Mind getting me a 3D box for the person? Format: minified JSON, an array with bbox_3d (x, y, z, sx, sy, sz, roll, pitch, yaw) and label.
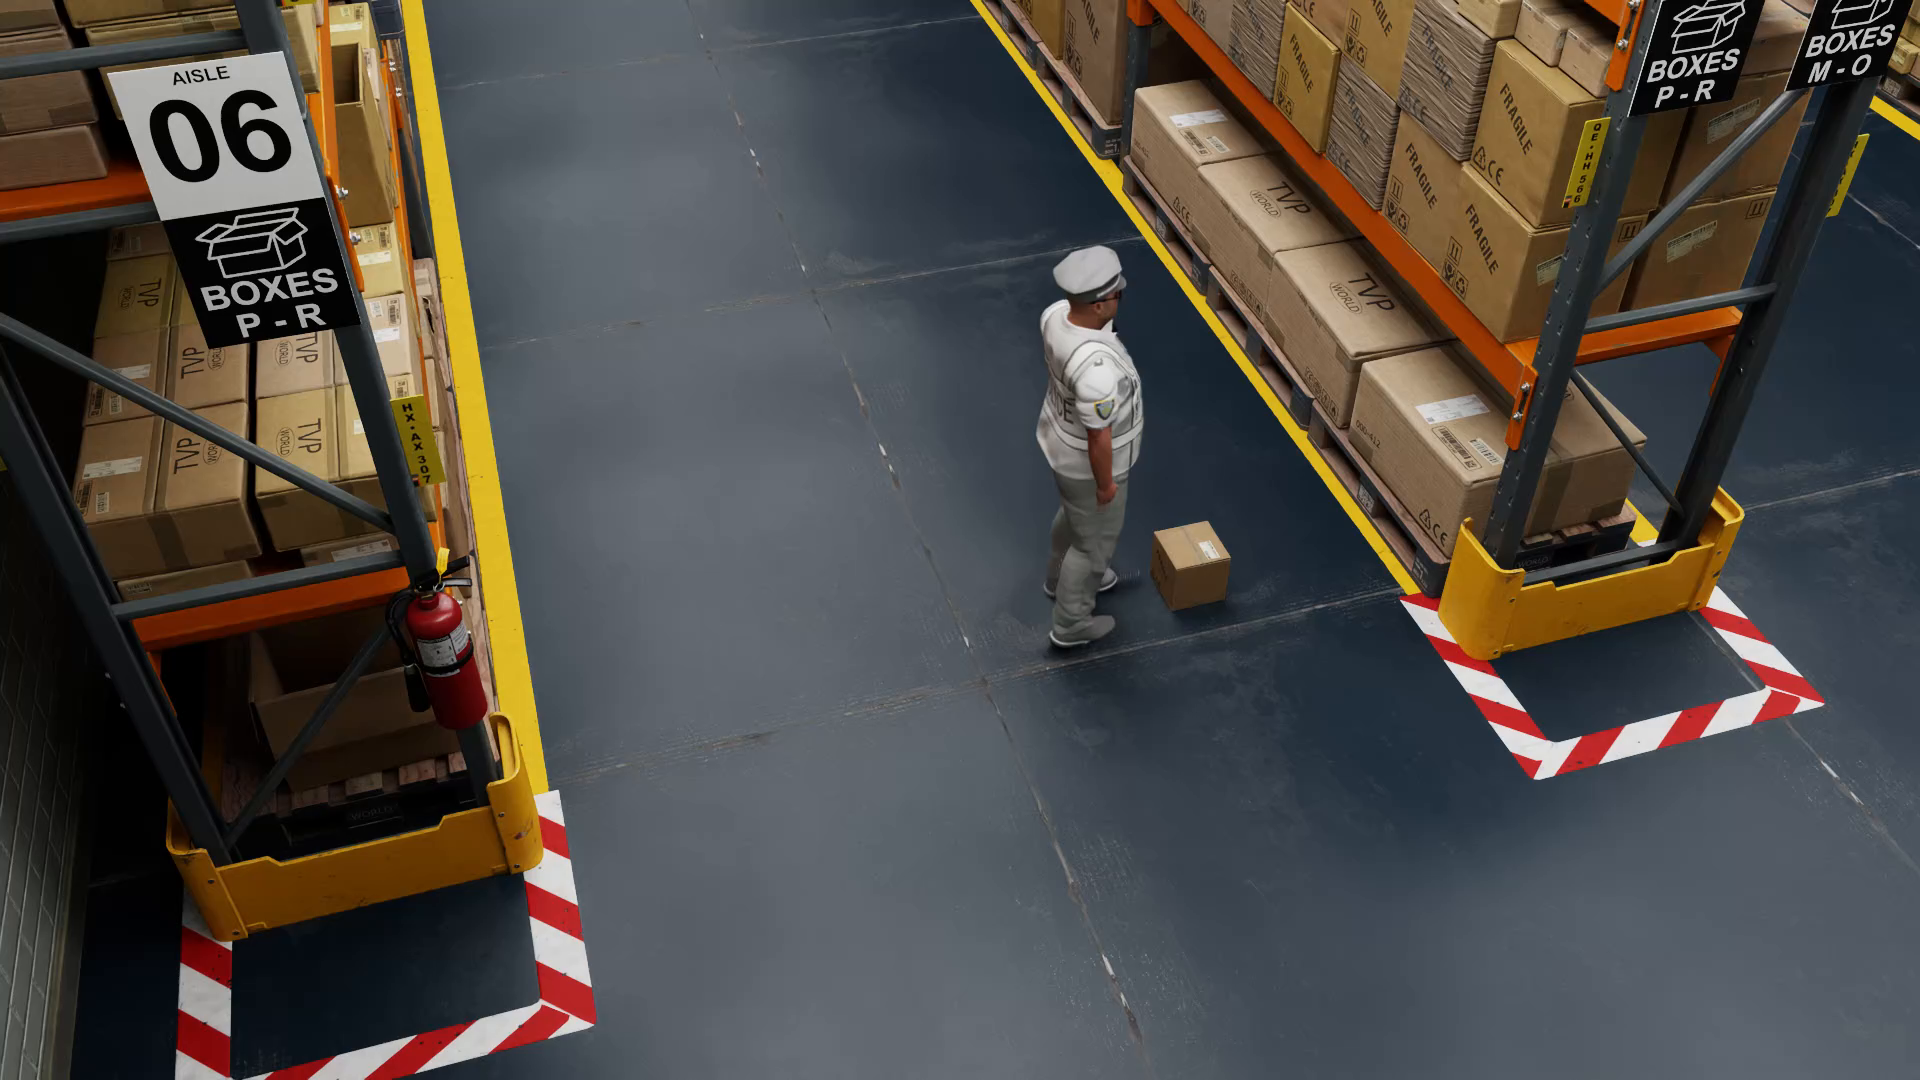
[{"bbox_3d":[0.517,-0.355,6.566,0.405,1.795,0.529,-11,43,-12],"label":"person"}]
